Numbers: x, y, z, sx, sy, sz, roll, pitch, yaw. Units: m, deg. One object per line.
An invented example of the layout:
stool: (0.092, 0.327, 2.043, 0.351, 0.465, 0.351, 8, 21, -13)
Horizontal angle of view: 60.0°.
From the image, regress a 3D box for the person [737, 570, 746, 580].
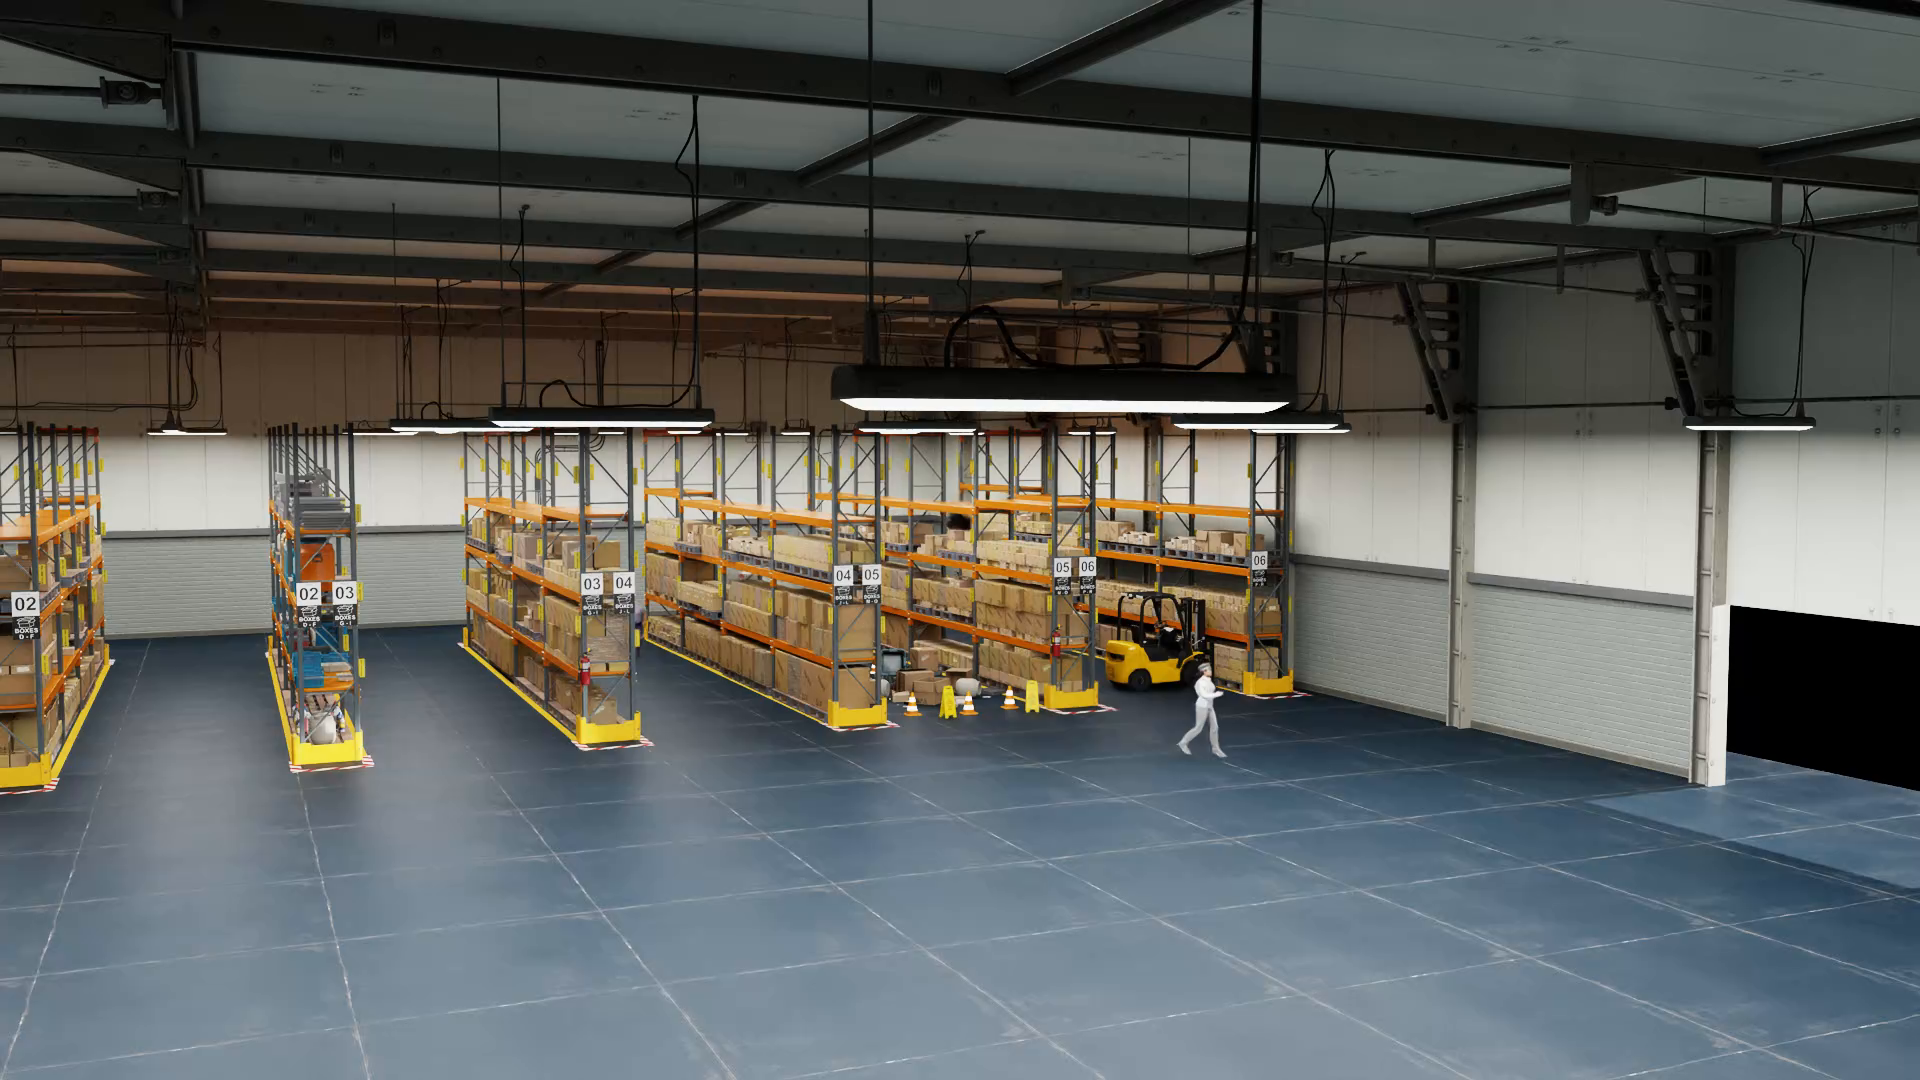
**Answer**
person: (-6.628, 1.779, 50.285, 0.725, 1.789, 0.633, -2, 4, -27)

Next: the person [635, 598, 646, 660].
person: (-8.426, 2.289, 43.127, 0.614, 1.632, 0.653, -1, 4, -15)

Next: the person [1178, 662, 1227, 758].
person: (4.354, 3.038, 29.802, 0.866, 1.716, 0.629, 1, 4, 22)

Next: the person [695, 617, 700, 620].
person: (-7.595, 1.833, 49.482, 0.826, 1.735, 0.715, -2, 4, -28)
